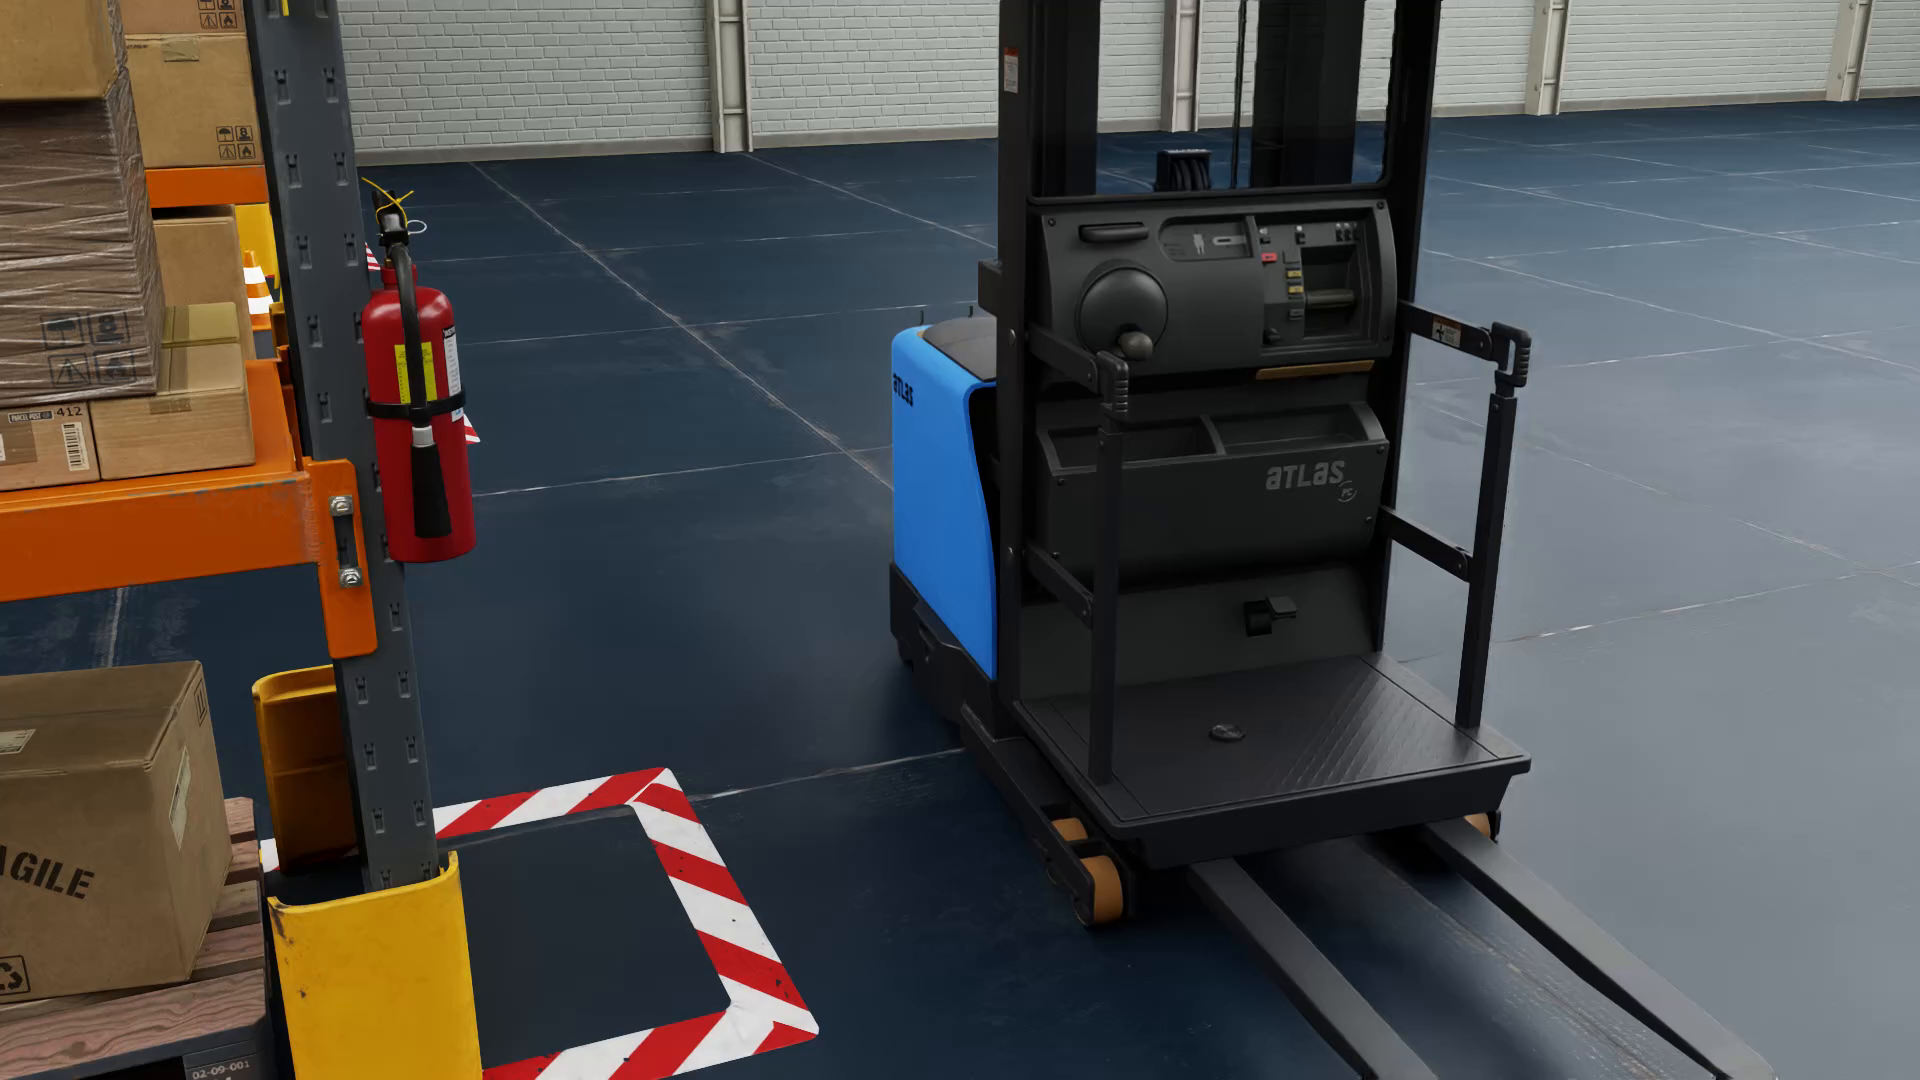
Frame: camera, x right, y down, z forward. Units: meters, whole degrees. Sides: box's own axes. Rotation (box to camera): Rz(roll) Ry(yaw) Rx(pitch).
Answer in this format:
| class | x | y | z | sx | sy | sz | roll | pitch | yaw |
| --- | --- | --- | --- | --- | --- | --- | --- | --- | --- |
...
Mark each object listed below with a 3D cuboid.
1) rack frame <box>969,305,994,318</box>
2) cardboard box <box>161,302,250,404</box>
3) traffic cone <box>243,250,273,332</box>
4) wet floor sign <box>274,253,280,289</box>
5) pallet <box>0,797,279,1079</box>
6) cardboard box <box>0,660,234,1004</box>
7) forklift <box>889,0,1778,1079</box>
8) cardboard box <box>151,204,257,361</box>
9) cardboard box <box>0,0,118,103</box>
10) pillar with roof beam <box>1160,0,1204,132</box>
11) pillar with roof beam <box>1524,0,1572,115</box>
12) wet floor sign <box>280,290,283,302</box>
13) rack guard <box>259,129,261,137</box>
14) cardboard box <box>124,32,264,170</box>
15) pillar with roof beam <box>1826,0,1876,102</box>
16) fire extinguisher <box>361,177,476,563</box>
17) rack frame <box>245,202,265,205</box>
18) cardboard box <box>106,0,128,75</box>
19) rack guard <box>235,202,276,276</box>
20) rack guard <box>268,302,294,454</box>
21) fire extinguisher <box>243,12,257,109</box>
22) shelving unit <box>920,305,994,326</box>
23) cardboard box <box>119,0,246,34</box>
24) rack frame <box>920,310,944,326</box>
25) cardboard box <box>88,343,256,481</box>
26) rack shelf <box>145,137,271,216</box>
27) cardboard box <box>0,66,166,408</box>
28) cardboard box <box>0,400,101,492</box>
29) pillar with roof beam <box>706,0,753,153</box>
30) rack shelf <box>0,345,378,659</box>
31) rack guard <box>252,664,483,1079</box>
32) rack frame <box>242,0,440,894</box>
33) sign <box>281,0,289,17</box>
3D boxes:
| class | x | y | z | sx | sy | sz | roll | pitch | yaw |
| --- | --- | --- | --- | --- | --- | --- | --- | --- | --- |
| rack frame | 0.086 | -0.437 | 6.408 | 0.006 | 0.900 | 0.240 | -8 | 21 | -22 |
| cardboard box | -1.628 | -0.380 | 3.462 | 0.250 | 0.149 | 0.380 | -8 | 21 | -22 |
| traffic cone | -4.329 | -1.545 | 10.212 | 0.334 | 0.463 | 0.336 | -8 | 21 | -22 |
| wet floor sign | -4.599 | -2.073 | 11.438 | 0.232 | 0.644 | 0.267 | -1 | 19 | -3 |
| pallet | -2.102 | 0.959 | 3.482 | 1.213 | 0.211 | 1.003 | -8 | 21 | -22 |
| cardboard box | -1.852 | 0.595 | 3.447 | 0.500 | 0.500 | 0.500 | -4 | 20 | -12 |
| forklift | 0.711 | -0.619 | 3.867 | 1.130 | 2.935 | 3.031 | -6 | 20 | -17 |
| cardboard box | -3.740 | -1.075 | 7.626 | 0.875 | 0.875 | 0.875 | -8 | 21 | -22 |
| cardboard box | -1.679 | -0.974 | 2.668 | 0.500 | 0.500 | 0.500 | -8 | 21 | -22 |
| pillar with roof beam | 4.560 | -8.277 | 16.480 | 0.400 | 9.000 | 9.100 | -8 | 21 | -22 |
| pillar with roof beam | 10.070 | -9.066 | 18.721 | 0.400 | 9.000 | 9.100 | -8 | 21 | -22 |
| wet floor sign | -3.902 | -1.486 | 9.770 | 0.232 | 0.644 | 0.267 | -12 | 23 | -31 |
| rack guard | -7.145 | -3.822 | 16.625 | 0.348 | 0.500 | 1.175 | -8 | 21 | -22 |
| cardboard box | -3.467 | -1.997 | 7.451 | 0.550 | 0.550 | 0.875 | -8 | 21 | -22 |
| pillar with roof beam | 15.579 | -9.855 | 20.963 | 0.400 | 9.000 | 9.100 | -8 | 21 | -22 |
| fire extinguisher | -0.984 | -0.301 | 2.977 | 0.183 | 0.674 | 0.296 | -8 | 21 | -22 |
| rack frame | -5.197 | -3.485 | 11.903 | 0.127 | 3.000 | 1.000 | -8 | 21 | -22 |
| cardboard box | -1.885 | -1.133 | 3.119 | 0.500 | 0.500 | 0.500 | -8 | 21 | -22 |
| rack guard | -5.267 | -2.296 | 12.290 | 0.348 | 0.500 | 1.175 | -8 | 21 | -22 |
| rack guard | -3.122 | -0.813 | 8.078 | 0.348 | 0.500 | 1.175 | -8 | 21 | -22 |
| fire extinguisher | -4.910 | -3.323 | 11.560 | 0.183 | 0.674 | 0.296 | -8 | 21 | -22 |
| shelving unit | -0.007 | -0.423 | 6.370 | 0.210 | 0.900 | 0.258 | -8 | 21 | -22 |
| cardboard box | -3.500 | -2.532 | 7.344 | 0.550 | 0.550 | 0.875 | -8 | 21 | -22 |
| rack frame | -0.101 | -0.410 | 6.332 | 0.006 | 0.900 | 0.240 | -8 | 21 | -22 |
| cardboard box | -1.452 | -0.244 | 3.077 | 0.250 | 0.149 | 0.380 | -8 | 21 | -22 |
| rack shelf | -4.980 | -1.386 | 7.026 | 4.000 | 0.370 | 1.077 | -8 | 21 | -22 |
| cardboard box | -1.788 | -0.586 | 3.072 | 0.500 | 0.500 | 0.875 | -8 | 21 | -22 |
| cardboard box | -1.682 | -0.211 | 2.984 | 0.250 | 0.149 | 0.380 | -8 | 21 | -22 |
| pillar with roof beam | -0.949 | -7.488 | 14.238 | 0.400 | 9.000 | 9.100 | -8 | 21 | -22 |
| rack shelf | -3.108 | 0.140 | 2.692 | 4.000 | 0.370 | 1.077 | -8 | 21 | -22 |
| rack guard | -1.342 | 0.726 | 3.707 | 0.348 | 0.500 | 1.175 | -8 | 21 | -22 |
| rack frame | -1.272 | -0.463 | 3.320 | 0.127 | 3.000 | 1.000 | -8 | 21 | -22 |
| sign | -1.071 | -0.986 | 2.587 | 0.005 | 0.325 | 0.100 | -8 | 21 | -22 |
